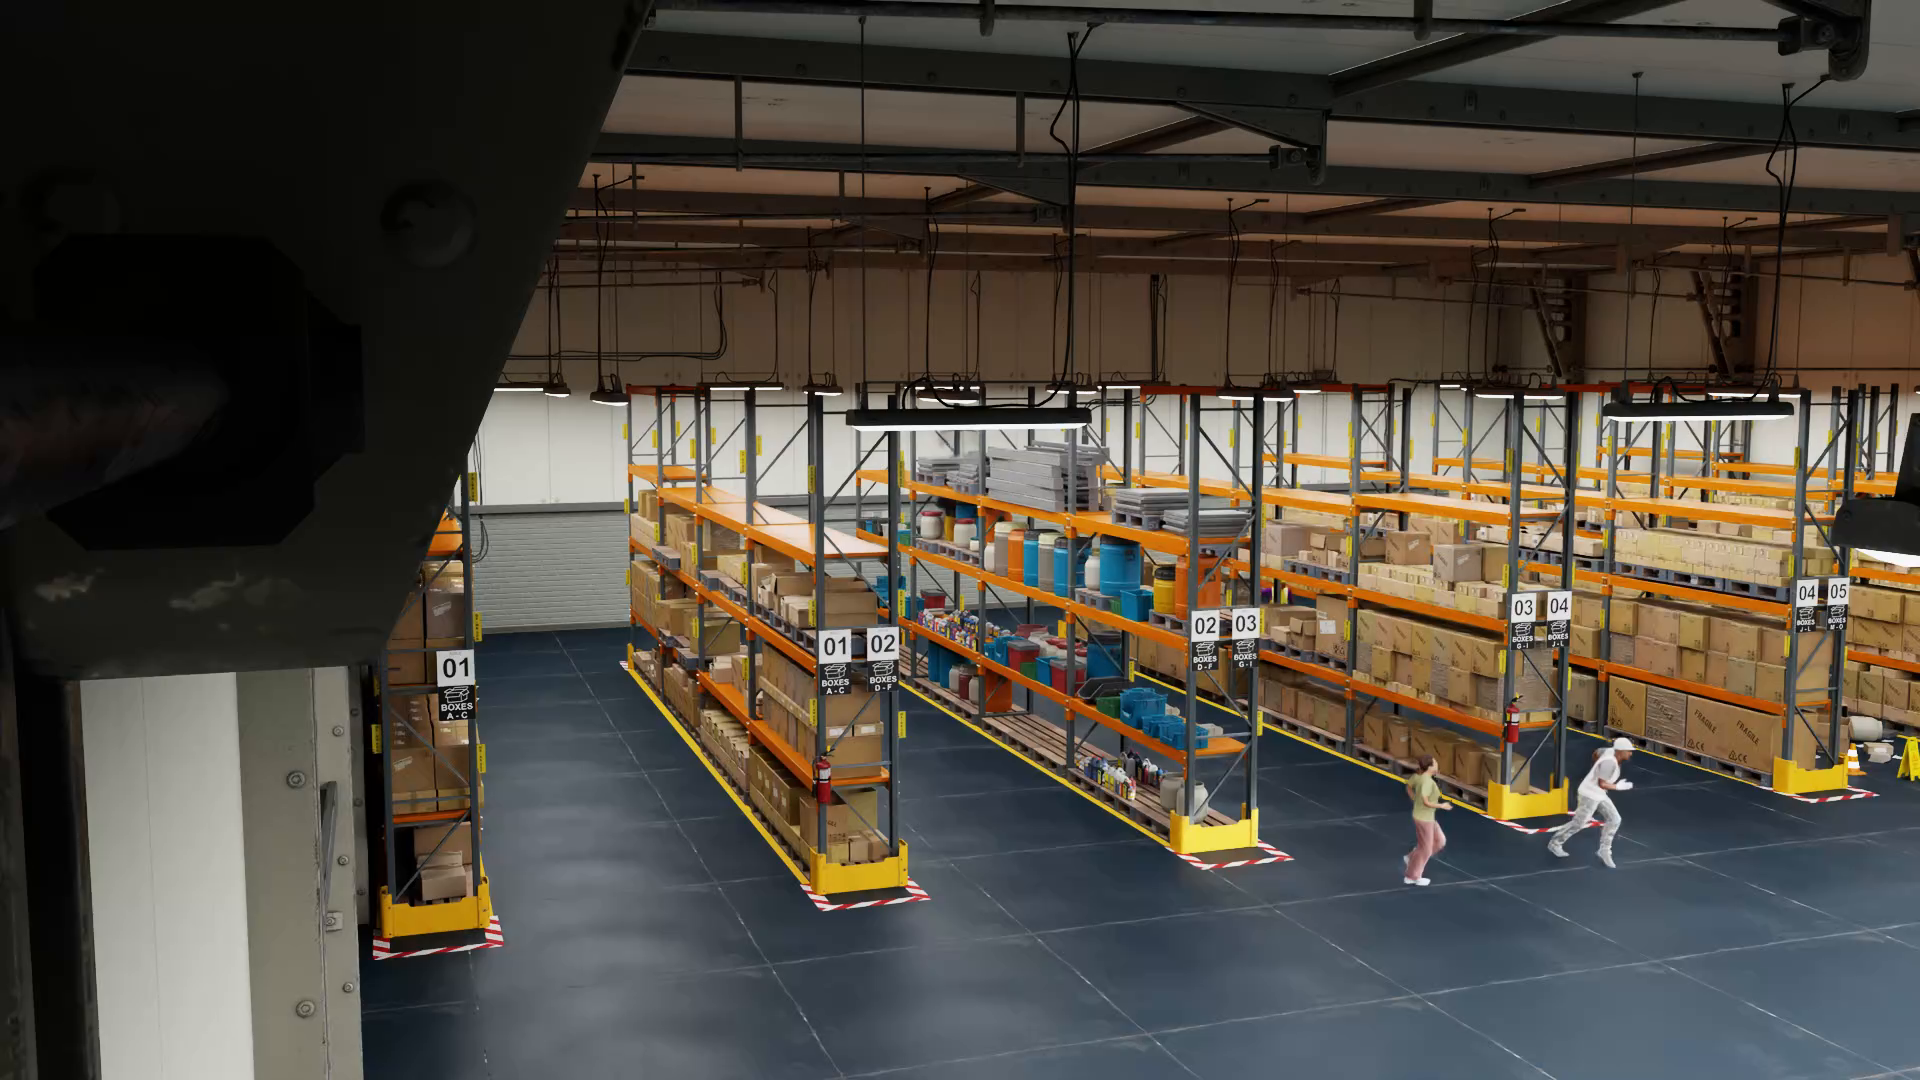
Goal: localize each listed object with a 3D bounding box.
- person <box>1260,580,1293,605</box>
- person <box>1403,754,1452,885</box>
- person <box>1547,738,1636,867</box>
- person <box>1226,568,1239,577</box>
[{"bbox_3d":[6.998,1.669,36.913,0.696,1.776,1.016,-3,6,-24],"label":"person"},{"bbox_3d":[5.725,3.418,20.332,0.539,1.639,0.562,1,6,8],"label":"person"},{"bbox_3d":[8.075,3.335,21.266,1.017,1.718,0.729,3,7,29],"label":"person"},{"bbox_3d":[6.678,1.330,40.752,0.573,1.603,0.600,-5,8,-39],"label":"person"}]
